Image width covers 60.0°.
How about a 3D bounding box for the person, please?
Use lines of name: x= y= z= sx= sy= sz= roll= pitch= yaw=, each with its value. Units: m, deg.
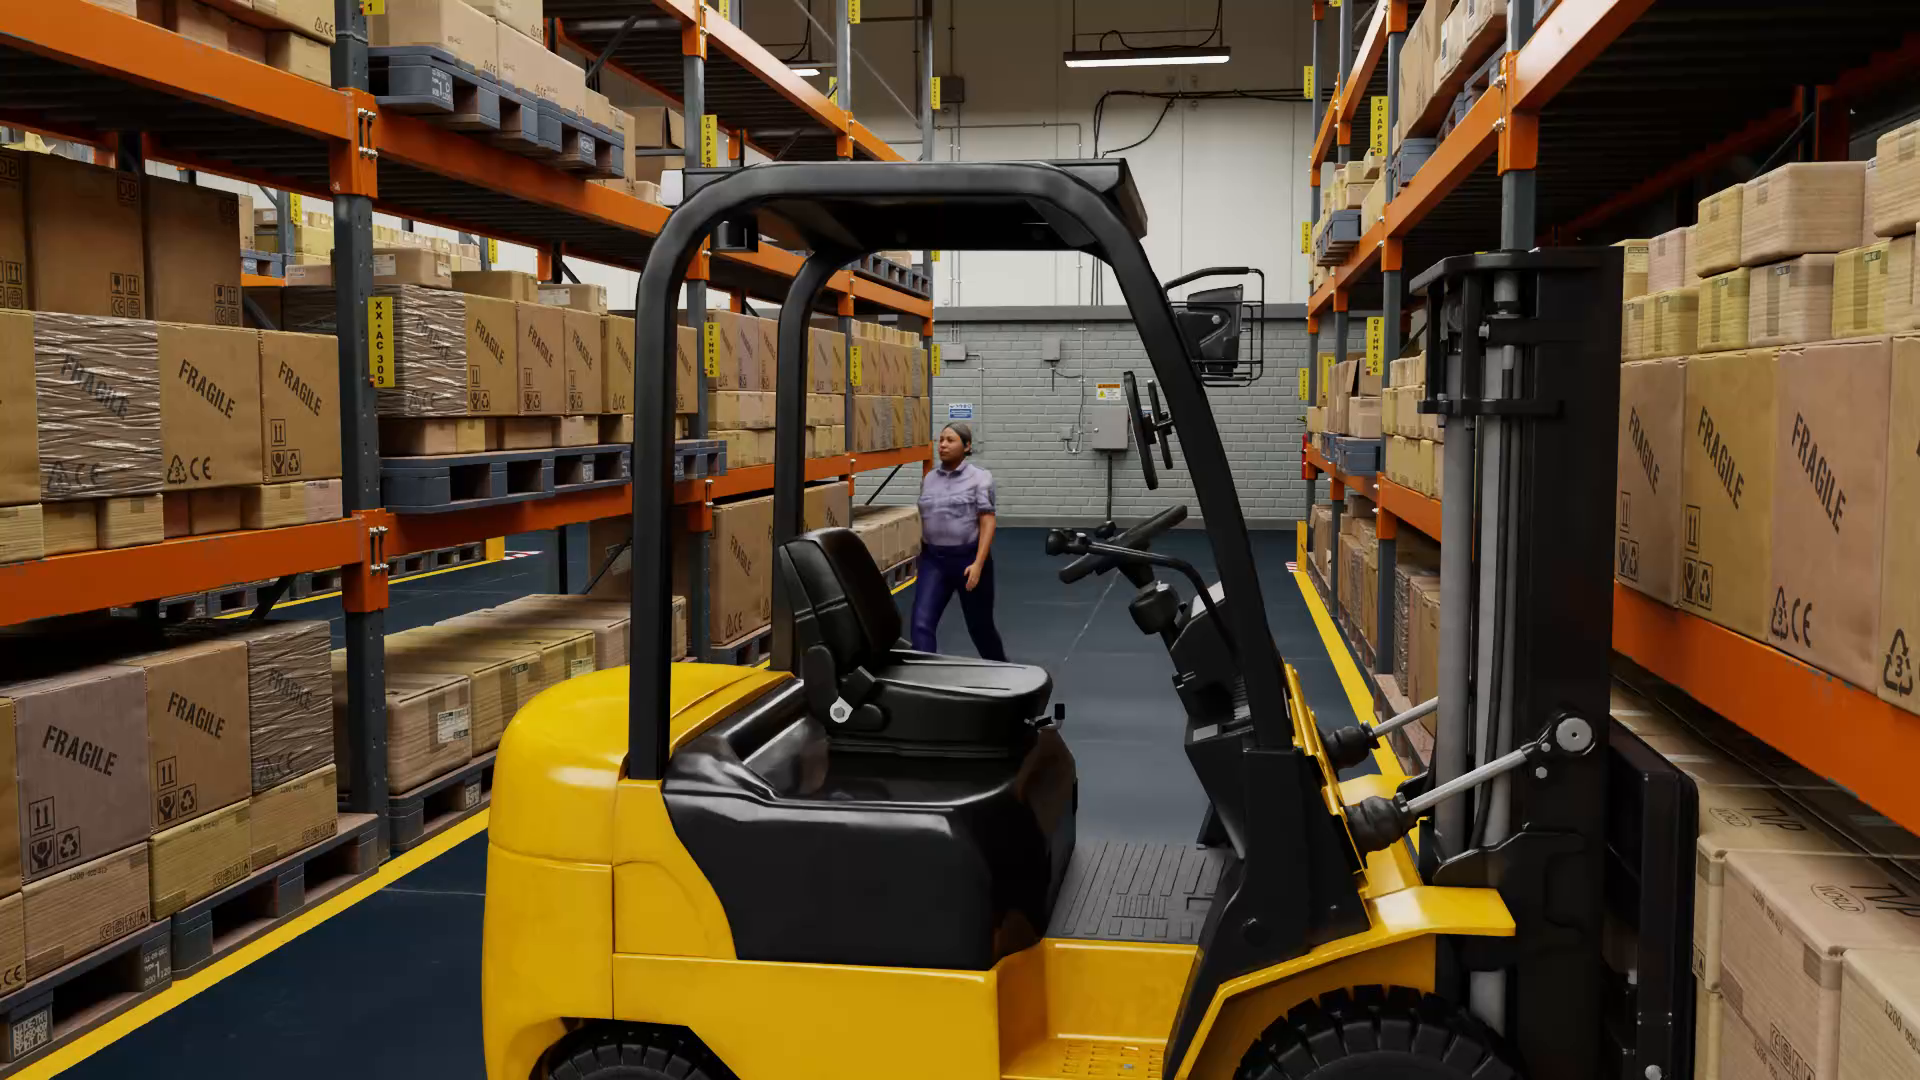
person: x=-0.024 y=0.145 z=9.169 sx=0.479 sy=1.593 sz=1.023 roll=2 pitch=5 yaw=22
